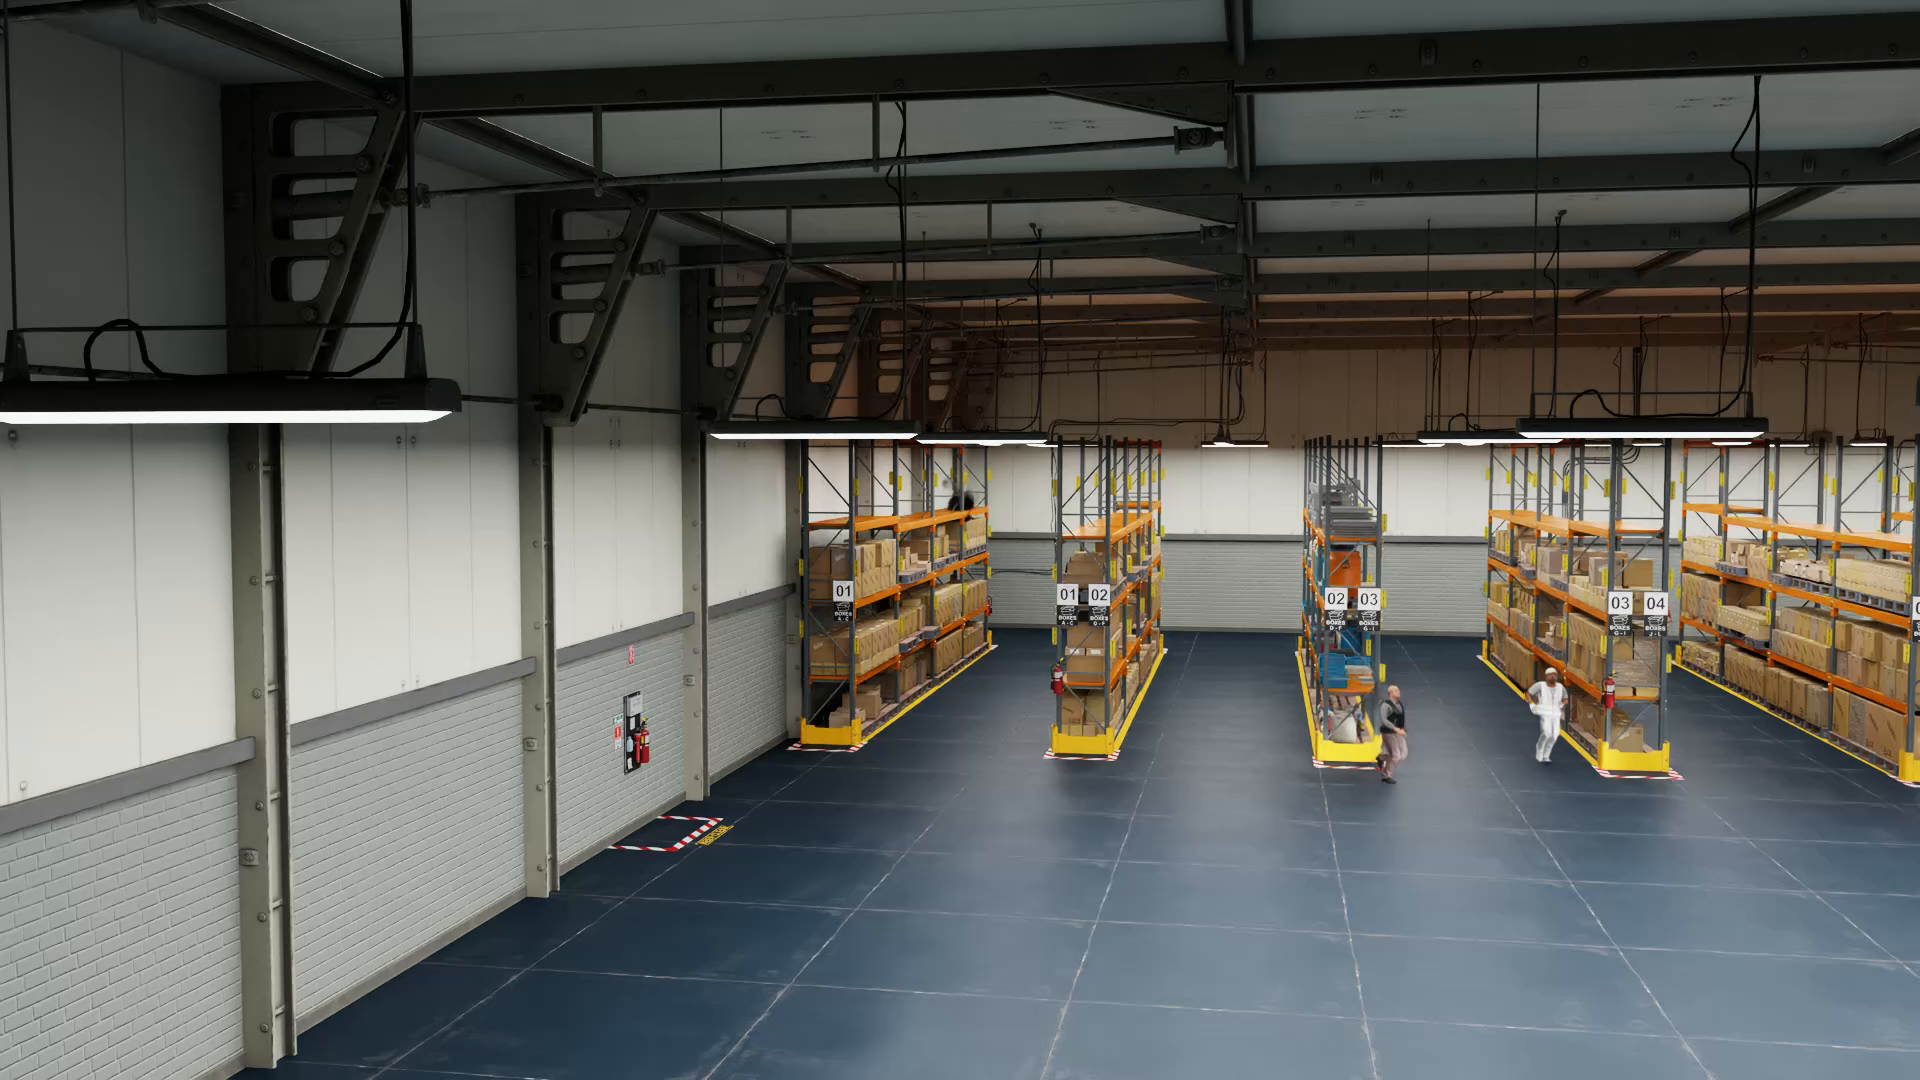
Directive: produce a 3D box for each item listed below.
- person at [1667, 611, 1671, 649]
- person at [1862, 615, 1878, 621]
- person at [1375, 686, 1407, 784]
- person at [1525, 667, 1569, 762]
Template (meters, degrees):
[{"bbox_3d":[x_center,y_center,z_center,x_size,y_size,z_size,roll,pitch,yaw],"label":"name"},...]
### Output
[{"bbox_3d":[19.124,2.449,45.485,0.715,1.691,0.704,-1,3,-24],"label":"person"},{"bbox_3d":[24.618,2.404,45.010,0.883,1.758,0.735,1,3,23],"label":"person"},{"bbox_3d":[7.447,3.342,28.661,0.646,1.688,0.690,3,4,44],"label":"person"},{"bbox_3d":[10.781,3.200,30.383,0.707,1.728,0.608,0,3,-6],"label":"person"}]
